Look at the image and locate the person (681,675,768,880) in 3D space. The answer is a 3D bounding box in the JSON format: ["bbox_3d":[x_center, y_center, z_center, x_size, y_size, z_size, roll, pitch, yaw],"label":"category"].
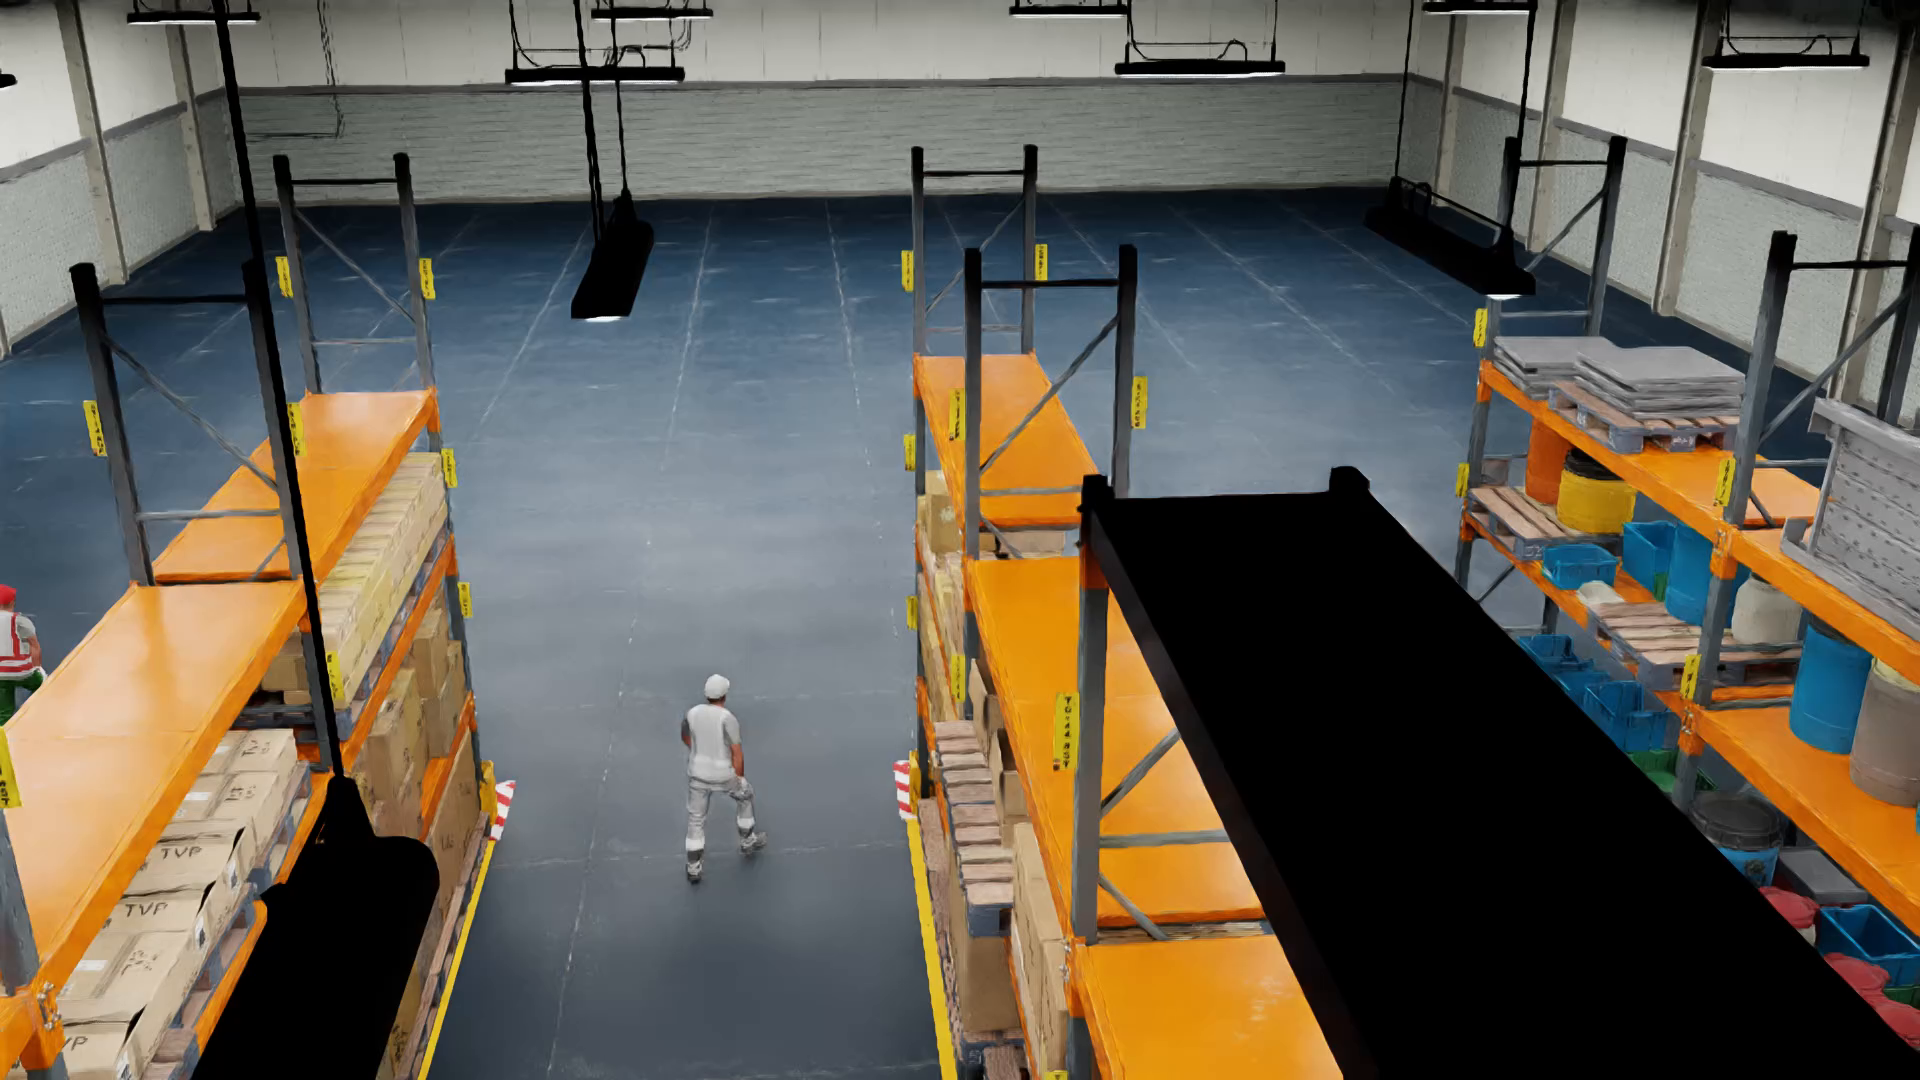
[{"bbox_3d":[-2.085,1.994,14.246,0.671,1.732,0.764,6,22,14],"label":"person"}]

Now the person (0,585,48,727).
[{"bbox_3d":[-9.138,1.267,16.099,0.701,1.714,0.868,-3,22,-8],"label":"person"}]
